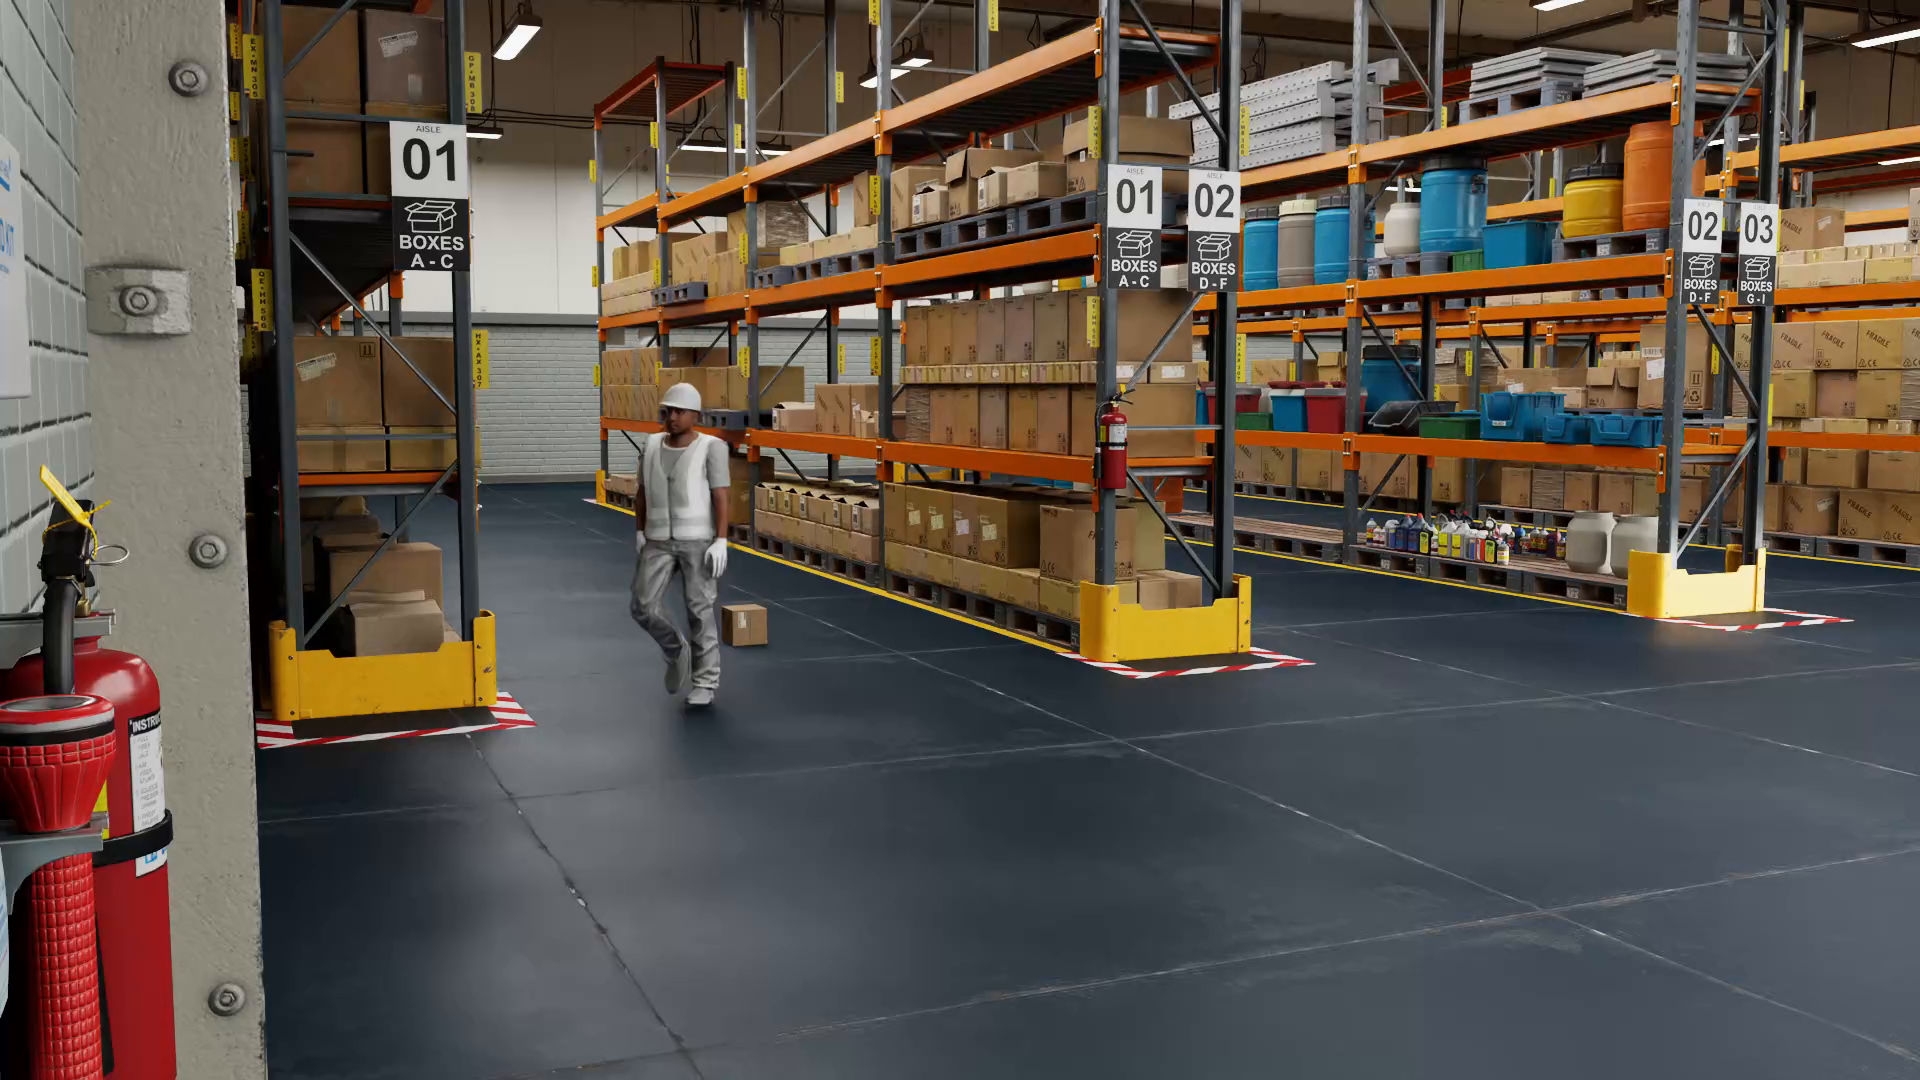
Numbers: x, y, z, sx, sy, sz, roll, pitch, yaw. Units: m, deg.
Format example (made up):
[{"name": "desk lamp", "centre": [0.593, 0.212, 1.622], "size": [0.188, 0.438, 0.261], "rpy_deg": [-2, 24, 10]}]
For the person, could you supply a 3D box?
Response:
[{"name": "person", "centre": [-1.541, 0.016, 9.248], "size": [0.597, 1.777, 0.494], "rpy_deg": [1, 5, 14]}]
